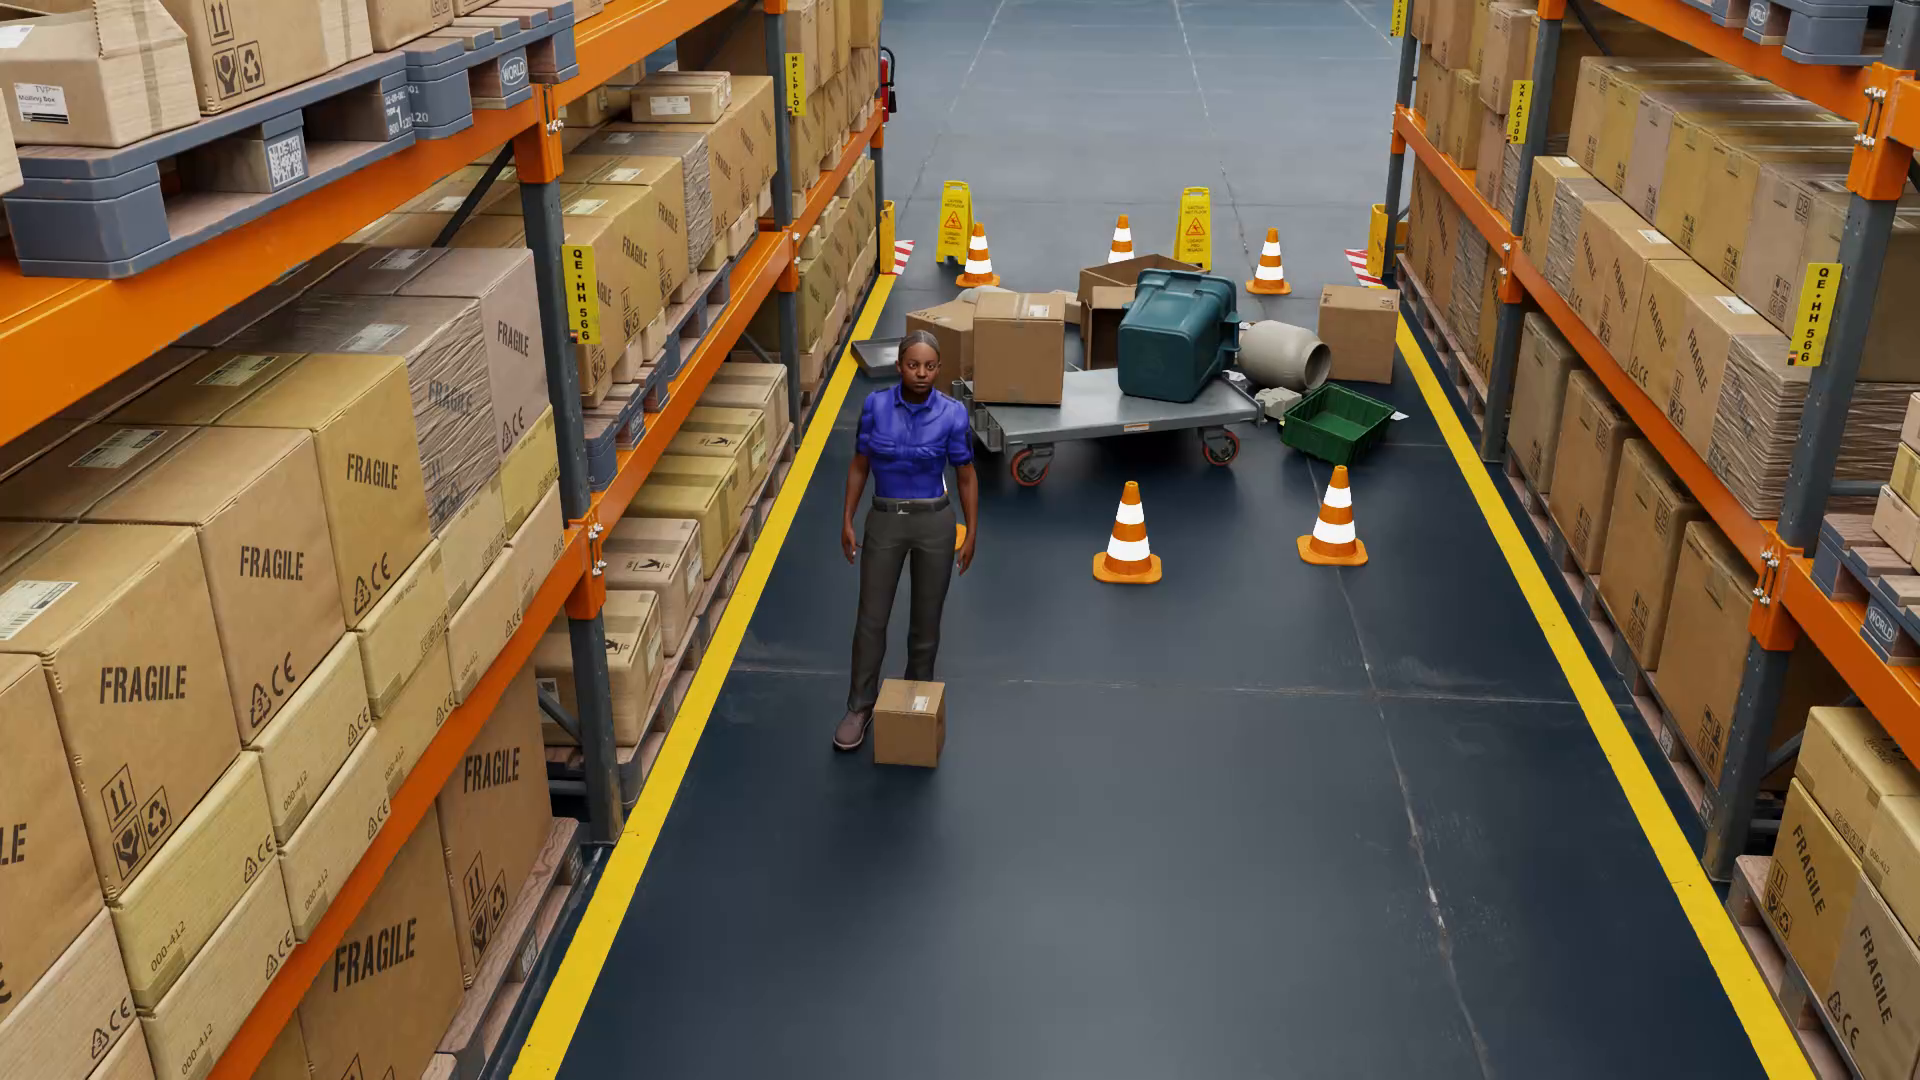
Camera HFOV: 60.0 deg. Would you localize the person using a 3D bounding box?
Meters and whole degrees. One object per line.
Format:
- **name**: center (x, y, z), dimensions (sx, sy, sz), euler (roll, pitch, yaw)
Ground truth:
- **person**: center (-0.219, 0.009, 6.572), dimensions (0.569, 1.656, 0.503), euler (2, 25, 4)
